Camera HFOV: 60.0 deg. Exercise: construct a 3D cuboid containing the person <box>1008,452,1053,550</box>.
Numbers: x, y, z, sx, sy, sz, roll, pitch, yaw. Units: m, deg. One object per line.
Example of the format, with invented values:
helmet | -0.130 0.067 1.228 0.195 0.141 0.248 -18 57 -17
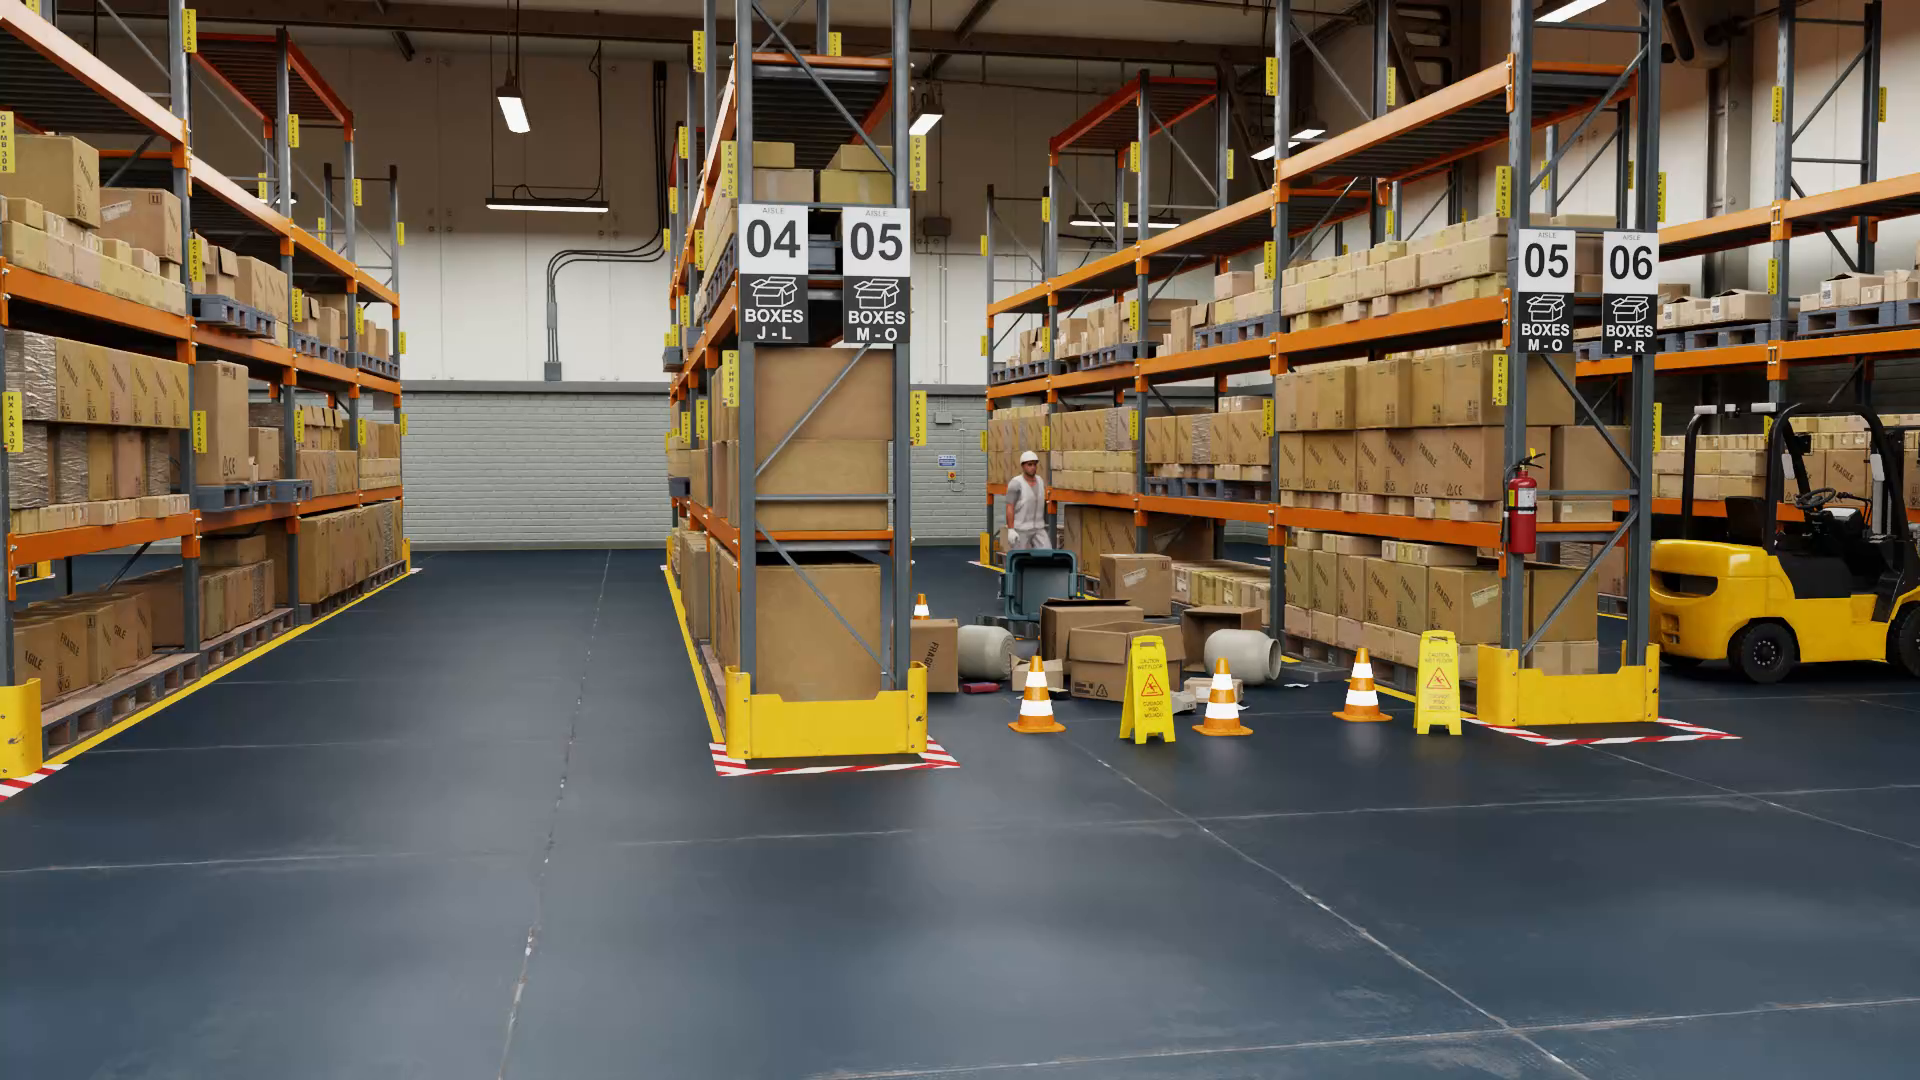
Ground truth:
person | 0.783 -0.071 18.325 0.558 1.805 0.702 -1 3 -25
